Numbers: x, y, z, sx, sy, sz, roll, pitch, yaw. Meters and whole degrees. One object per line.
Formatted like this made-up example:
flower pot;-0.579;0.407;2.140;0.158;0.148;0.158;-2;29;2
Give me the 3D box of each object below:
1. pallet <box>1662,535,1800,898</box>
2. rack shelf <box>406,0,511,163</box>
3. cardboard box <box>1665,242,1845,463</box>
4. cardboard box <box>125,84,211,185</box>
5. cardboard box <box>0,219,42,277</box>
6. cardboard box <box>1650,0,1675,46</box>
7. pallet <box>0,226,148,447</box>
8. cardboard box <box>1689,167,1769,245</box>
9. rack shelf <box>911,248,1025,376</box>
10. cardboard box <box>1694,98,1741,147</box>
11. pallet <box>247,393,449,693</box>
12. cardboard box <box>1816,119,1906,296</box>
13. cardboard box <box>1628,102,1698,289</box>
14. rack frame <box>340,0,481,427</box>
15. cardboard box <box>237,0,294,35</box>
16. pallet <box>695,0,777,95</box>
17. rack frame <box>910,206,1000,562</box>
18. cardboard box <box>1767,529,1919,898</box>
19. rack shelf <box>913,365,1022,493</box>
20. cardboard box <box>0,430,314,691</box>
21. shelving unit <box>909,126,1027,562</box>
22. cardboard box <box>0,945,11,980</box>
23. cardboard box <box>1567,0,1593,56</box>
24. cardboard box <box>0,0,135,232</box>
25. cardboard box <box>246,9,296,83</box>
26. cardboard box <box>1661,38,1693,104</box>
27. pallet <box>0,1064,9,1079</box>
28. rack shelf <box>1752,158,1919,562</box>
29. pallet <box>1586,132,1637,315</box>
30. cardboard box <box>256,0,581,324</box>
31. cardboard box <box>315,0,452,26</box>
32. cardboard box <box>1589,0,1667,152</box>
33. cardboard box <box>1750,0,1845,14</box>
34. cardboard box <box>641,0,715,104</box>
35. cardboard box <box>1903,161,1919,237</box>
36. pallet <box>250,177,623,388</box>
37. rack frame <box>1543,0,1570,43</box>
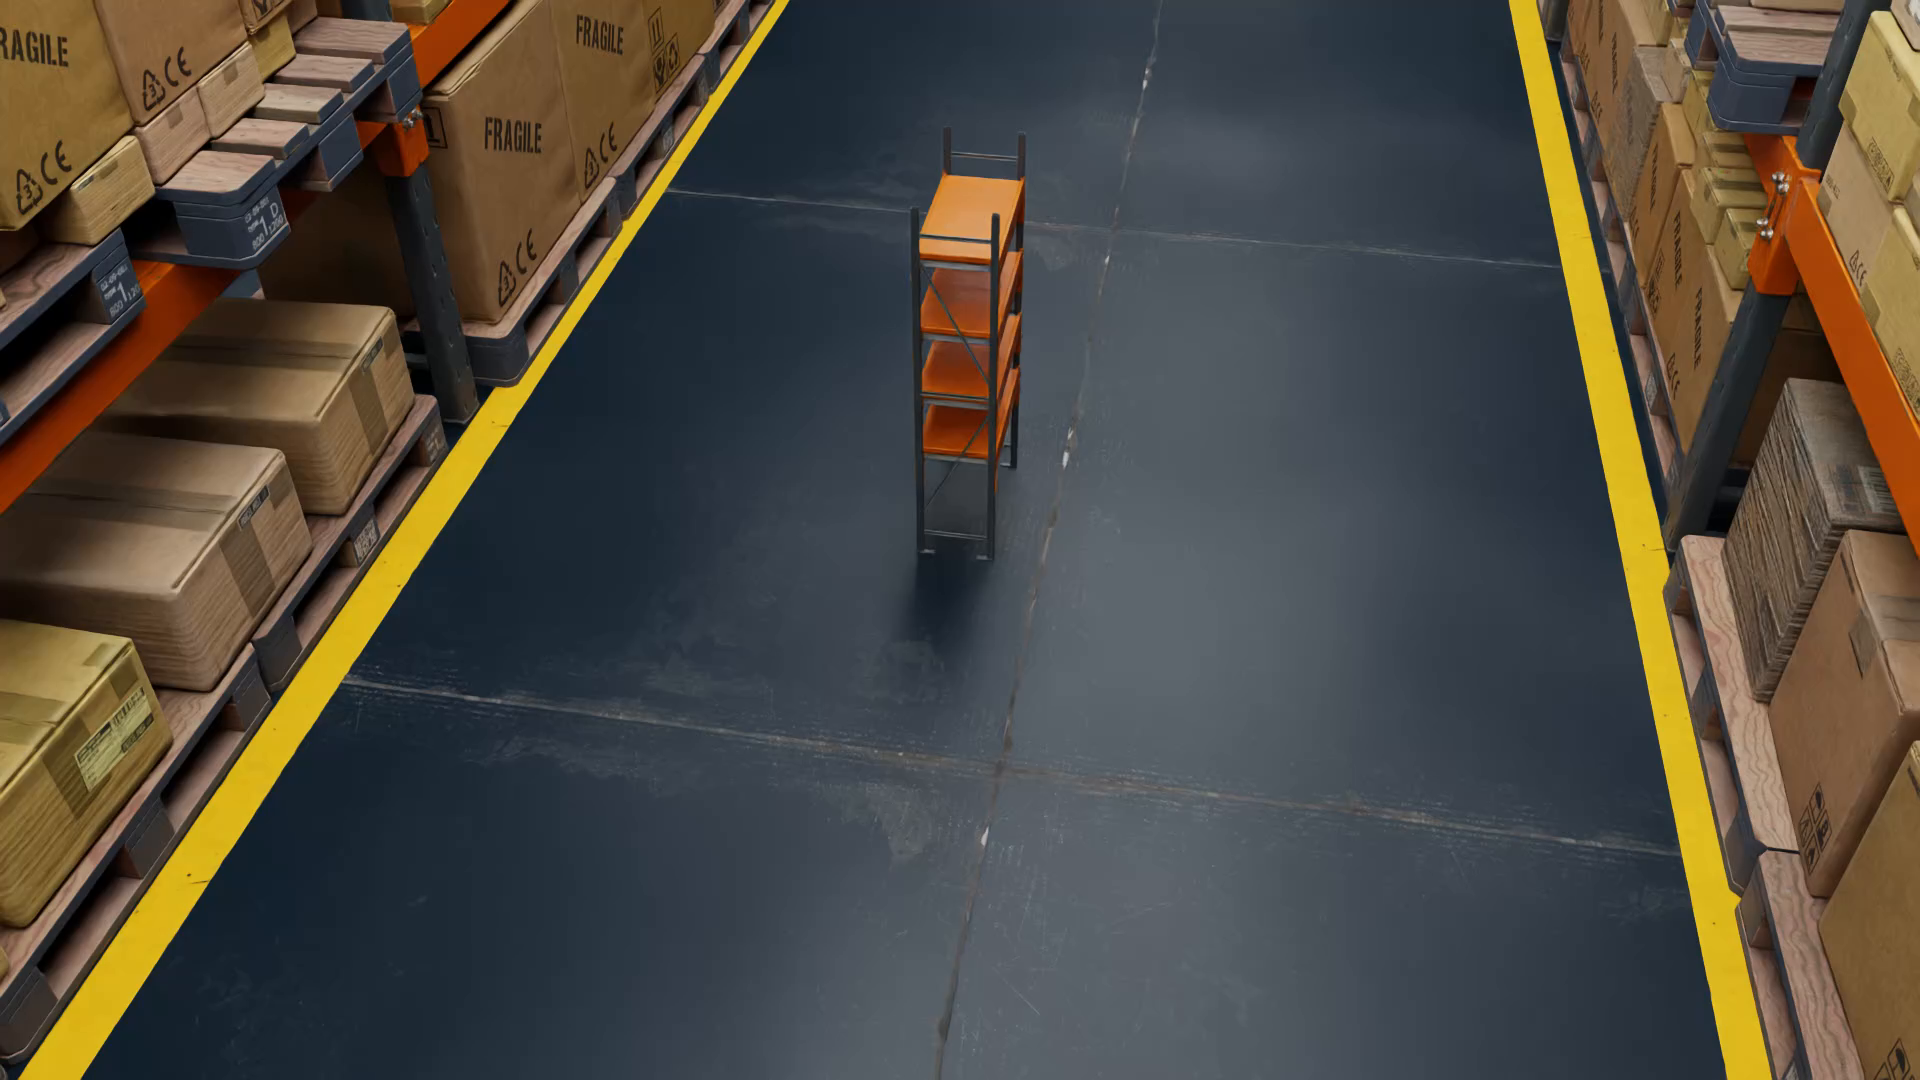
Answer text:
pallet;2.530;0.493;4.488;1.003;0.211;1.213;6;40;8
rack shelf;-1.833;-2.617;6.625;1.077;0.370;4.000;6;40;8
cardboard box;2.572;-0.581;5.231;0.500;0.500;0.500;7;40;9
cardboard box;-2.030;-0.976;3.944;0.380;0.149;0.250;5;40;6
cardboard box;-2.231;-0.658;3.559;0.380;0.149;0.250;7;40;8
cardboard box;2.914;-2.030;6.475;0.380;0.149;0.250;8;40;9
pallet;-2.481;-0.318;3.431;1.003;0.211;1.213;6;40;8
cardboard box;2.563;-1.055;5.295;0.380;0.149;0.250;4;40;5
rack shelf;0.029;-0.687;4.894;0.258;0.148;0.480;6;40;8
cardboard box;2.743;-1.376;5.683;0.380;0.149;0.250;8;40;9
pallet;-2.316;-0.074;5.174;1.003;0.211;1.213;6;40;8
cardboard box;2.393;-0.784;3.962;0.500;0.250;0.500;7;40;8
cardboard box;2.757;-1.223;6.007;0.500;0.500;0.500;8;40;10
rack frame;-2.179;-1.639;4.878;1.000;3.000;0.127;6;40;8
cardboard box;-1.984;-1.638;4.235;0.500;0.500;0.500;5;40;6
pallet;-1.546;-2.582;8.207;1.003;0.211;1.213;6;40;8
rack frame;-0.014;-0.413;4.808;0.240;1.200;0.015;6;40;8
cardboard box;2.484;0.461;3.873;0.875;0.625;0.625;8;40;9
rack shelf;0.029;-0.361;5.163;0.258;0.148;0.480;6;40;8
cardboard box;-2.406;0.030;4.593;0.950;0.372;0.625;6;40;7
shelving unit;0.029;-0.566;4.993;0.258;1.200;0.503;6;40;8
cardboard box;-2.662;0.942;3.490;0.950;0.372;0.625;9;40;10
cardboard box;3.097;-2.524;7.581;0.500;0.500;0.500;8;40;10
cardboard box;-2.149;-0.995;3.458;0.500;0.500;0.500;4;40;5
cardboard box;-1.979;-1.296;4.331;0.380;0.149;0.250;7;40;8
cardboard box;2.804;-1.709;6.086;0.380;0.149;0.250;5;40;6
pallet;-2.738;1.458;3.321;1.003;0.211;1.213;6;40;8
rack shelf;2.364;0.439;2.930;1.077;0.370;4.000;6;40;8
pallet;3.090;-1.247;6.592;1.003;0.211;1.213;6;40;8
cardboard box;-1.978;-1.406;5.934;0.875;0.875;0.875;6;40;7
cardboard box;-1.847;-1.860;5.264;0.500;0.250;0.500;6;40;7
cardboard box;2.924;-1.876;6.797;0.500;0.500;0.500;5;40;6
cardboard box;2.446;-1.613;4.715;0.380;0.149;0.250;7;40;8
cardboard box;-1.664;-2.526;7.289;0.875;0.875;0.875;7;40;9
cardboard box;2.305;-0.663;3.423;0.500;0.250;0.500;8;40;9
pallet;-1.968;-1.051;6.355;1.003;0.211;1.213;6;40;8
rack frame;3.403;-3.604;7.255;1.000;3.000;0.127;6;40;8
